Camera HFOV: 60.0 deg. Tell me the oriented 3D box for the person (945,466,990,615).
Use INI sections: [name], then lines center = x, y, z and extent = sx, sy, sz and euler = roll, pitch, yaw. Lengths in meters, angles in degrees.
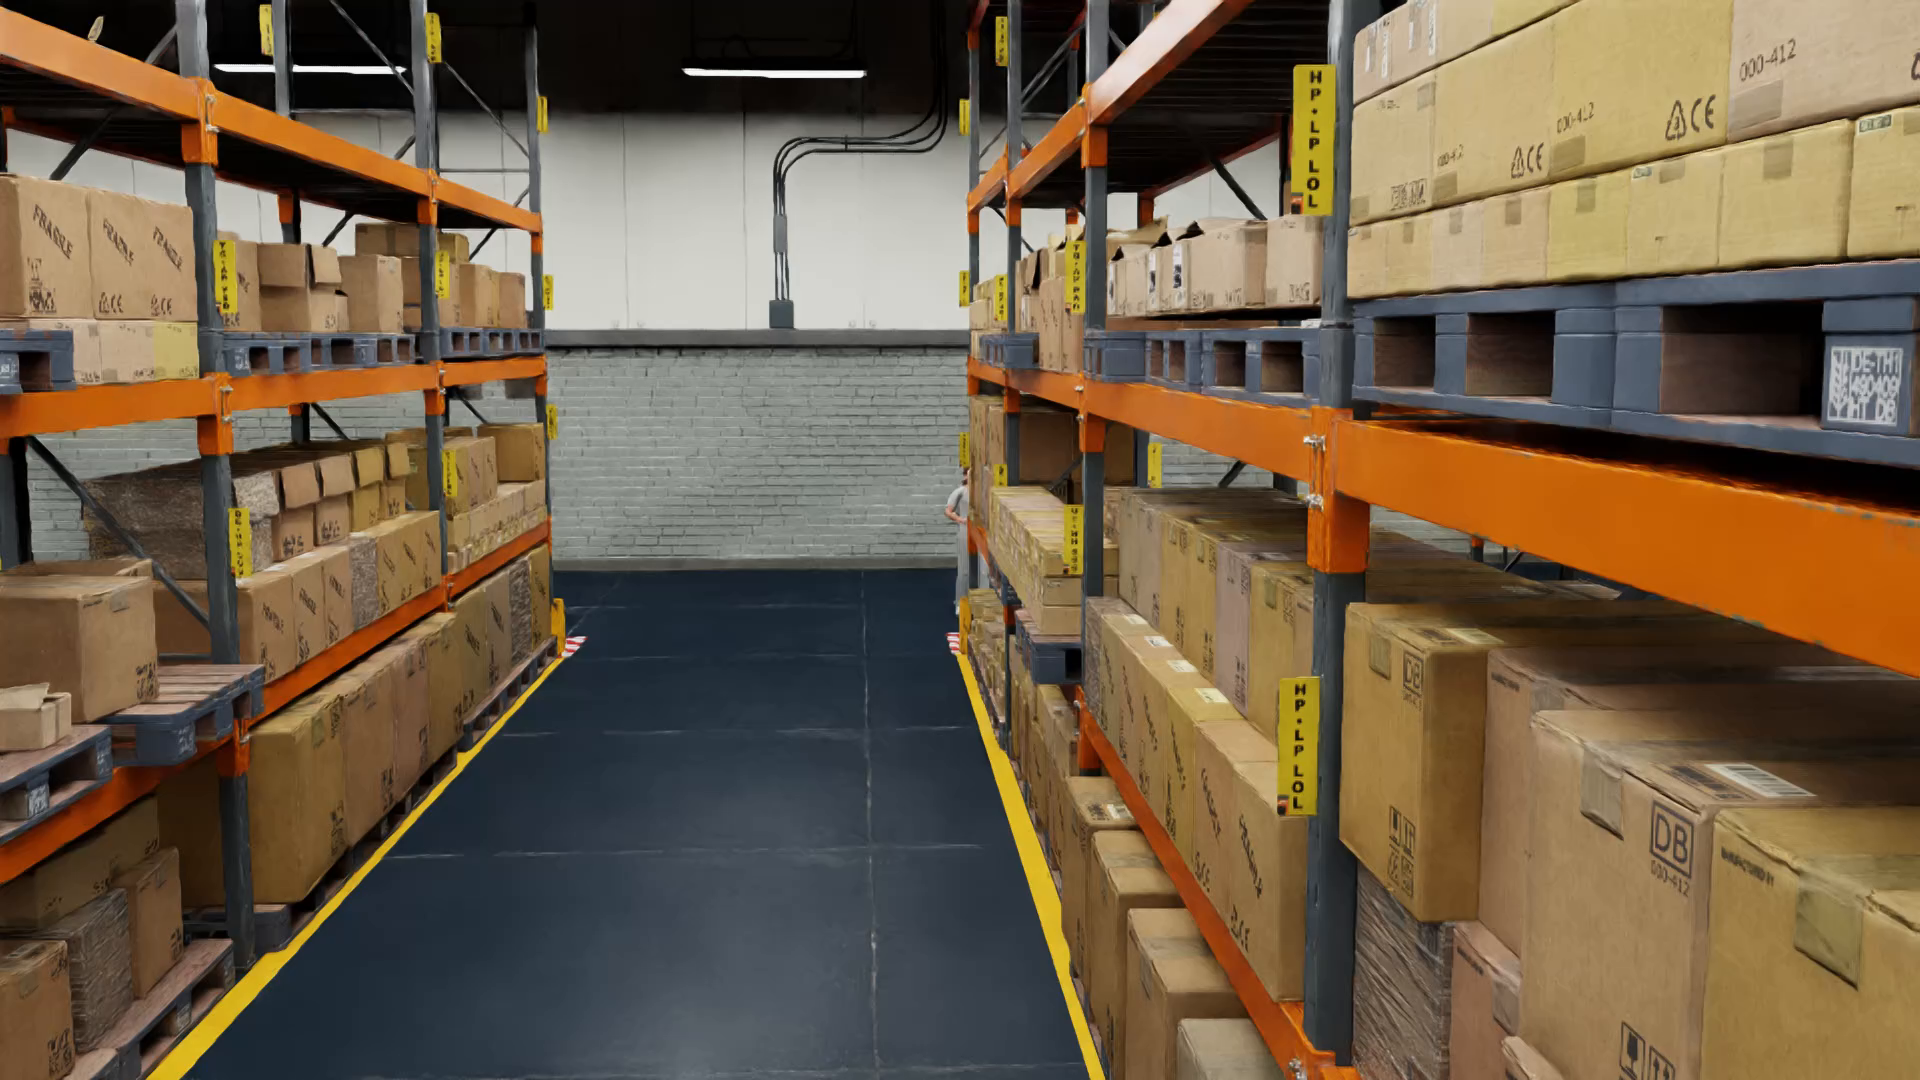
[person]
center = 0.177, 0.006, 17.705
extent = 0.612, 1.658, 0.731
euler = -2, 7, -19
